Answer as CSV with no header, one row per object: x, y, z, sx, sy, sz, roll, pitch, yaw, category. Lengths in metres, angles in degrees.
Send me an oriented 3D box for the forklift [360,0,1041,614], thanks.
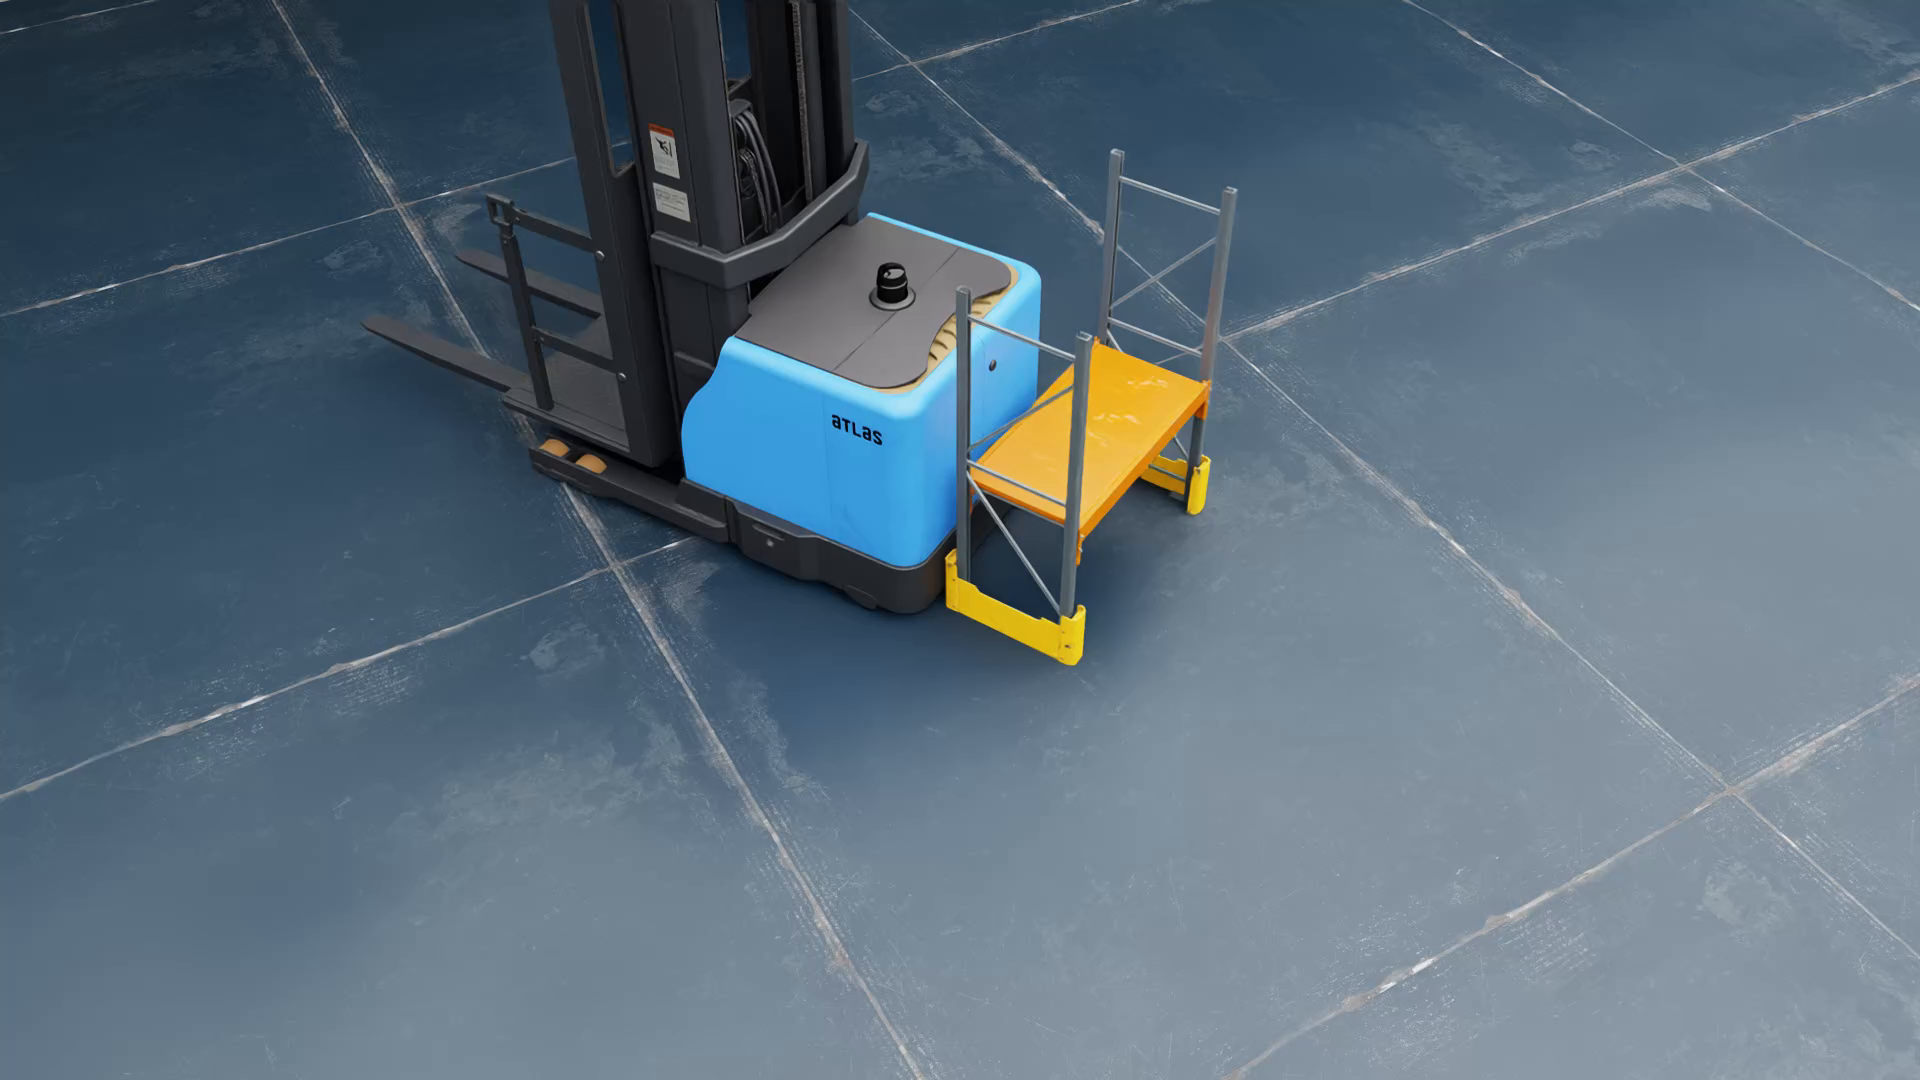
-1.211,-1.538,6.230,3.031,2.935,1.130,22,48,21,forklift

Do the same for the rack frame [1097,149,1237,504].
0.763,-0.785,6.482,0.500,1.500,0.032,25,49,23,rack frame

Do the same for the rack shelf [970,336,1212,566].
0.483,-0.361,6.303,0.538,0.185,1.000,25,49,23,rack shelf

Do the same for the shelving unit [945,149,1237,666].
0.478,-0.485,6.172,0.587,1.500,1.083,25,49,23,shelving unit

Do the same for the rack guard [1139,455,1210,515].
0.752,-0.325,6.906,0.587,0.250,0.087,25,49,23,rack guard

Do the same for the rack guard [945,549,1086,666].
0.203,0.253,6.309,0.587,0.250,0.087,25,49,23,rack guard

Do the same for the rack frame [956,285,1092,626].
0.203,-0.194,5.873,0.500,1.500,0.032,25,49,23,rack frame
